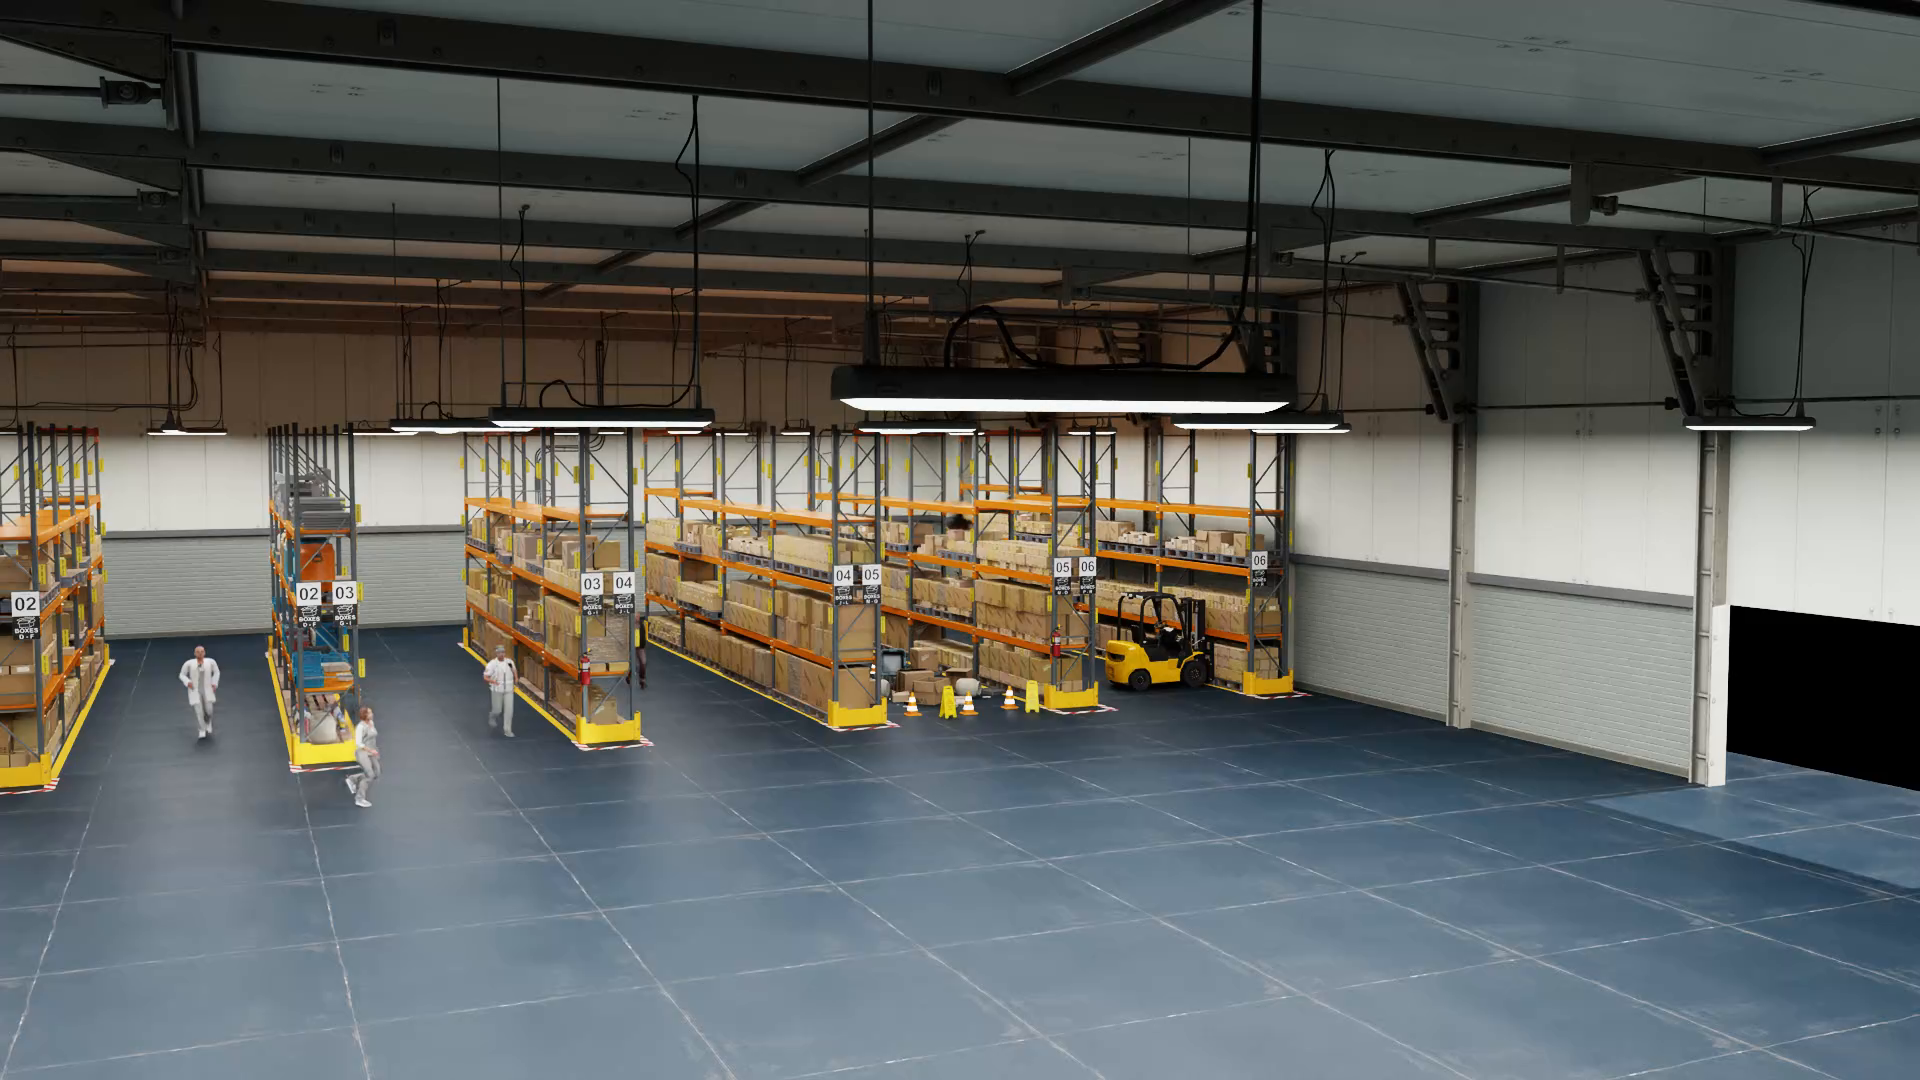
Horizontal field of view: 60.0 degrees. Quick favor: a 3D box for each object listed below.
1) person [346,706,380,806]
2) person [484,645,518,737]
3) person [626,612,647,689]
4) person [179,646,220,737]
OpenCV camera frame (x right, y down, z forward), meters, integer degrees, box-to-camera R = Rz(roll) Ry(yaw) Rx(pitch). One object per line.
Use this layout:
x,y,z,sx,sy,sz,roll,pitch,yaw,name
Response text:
-9.299,3.368,25.953,0.608,1.564,0.561,0,4,6,person
-8.814,2.884,32.045,0.678,1.747,0.992,-2,4,-31,person
-7.449,2.573,38.192,0.605,1.683,0.845,-2,4,-29,person
-14.557,2.904,31.862,0.716,1.743,0.630,-2,4,-28,person
